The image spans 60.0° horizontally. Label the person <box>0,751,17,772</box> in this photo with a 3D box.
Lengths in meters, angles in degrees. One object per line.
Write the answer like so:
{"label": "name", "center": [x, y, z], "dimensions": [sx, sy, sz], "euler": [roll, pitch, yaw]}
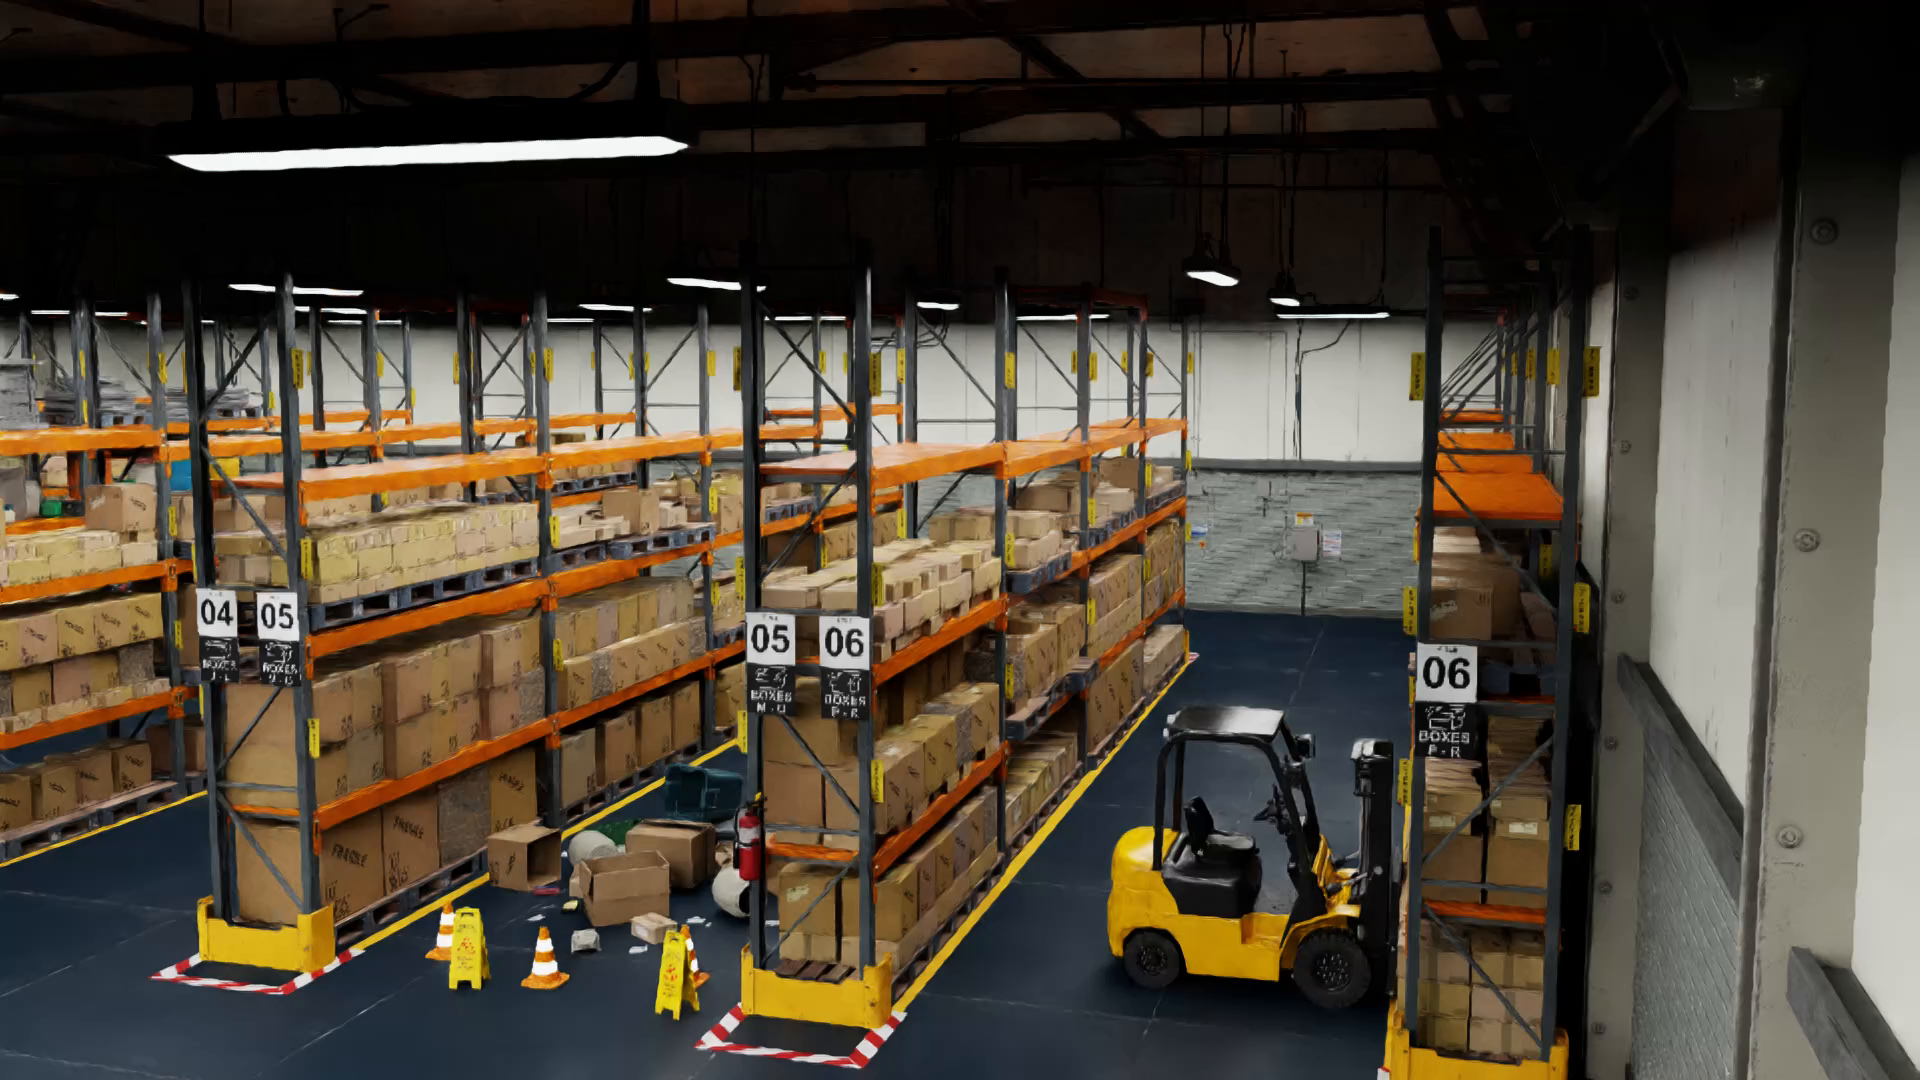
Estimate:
{"label": "person", "center": [-11.325, 2.186, 19.143], "dimensions": [0.616, 1.712, 0.970], "euler": [5, 8, 37]}
